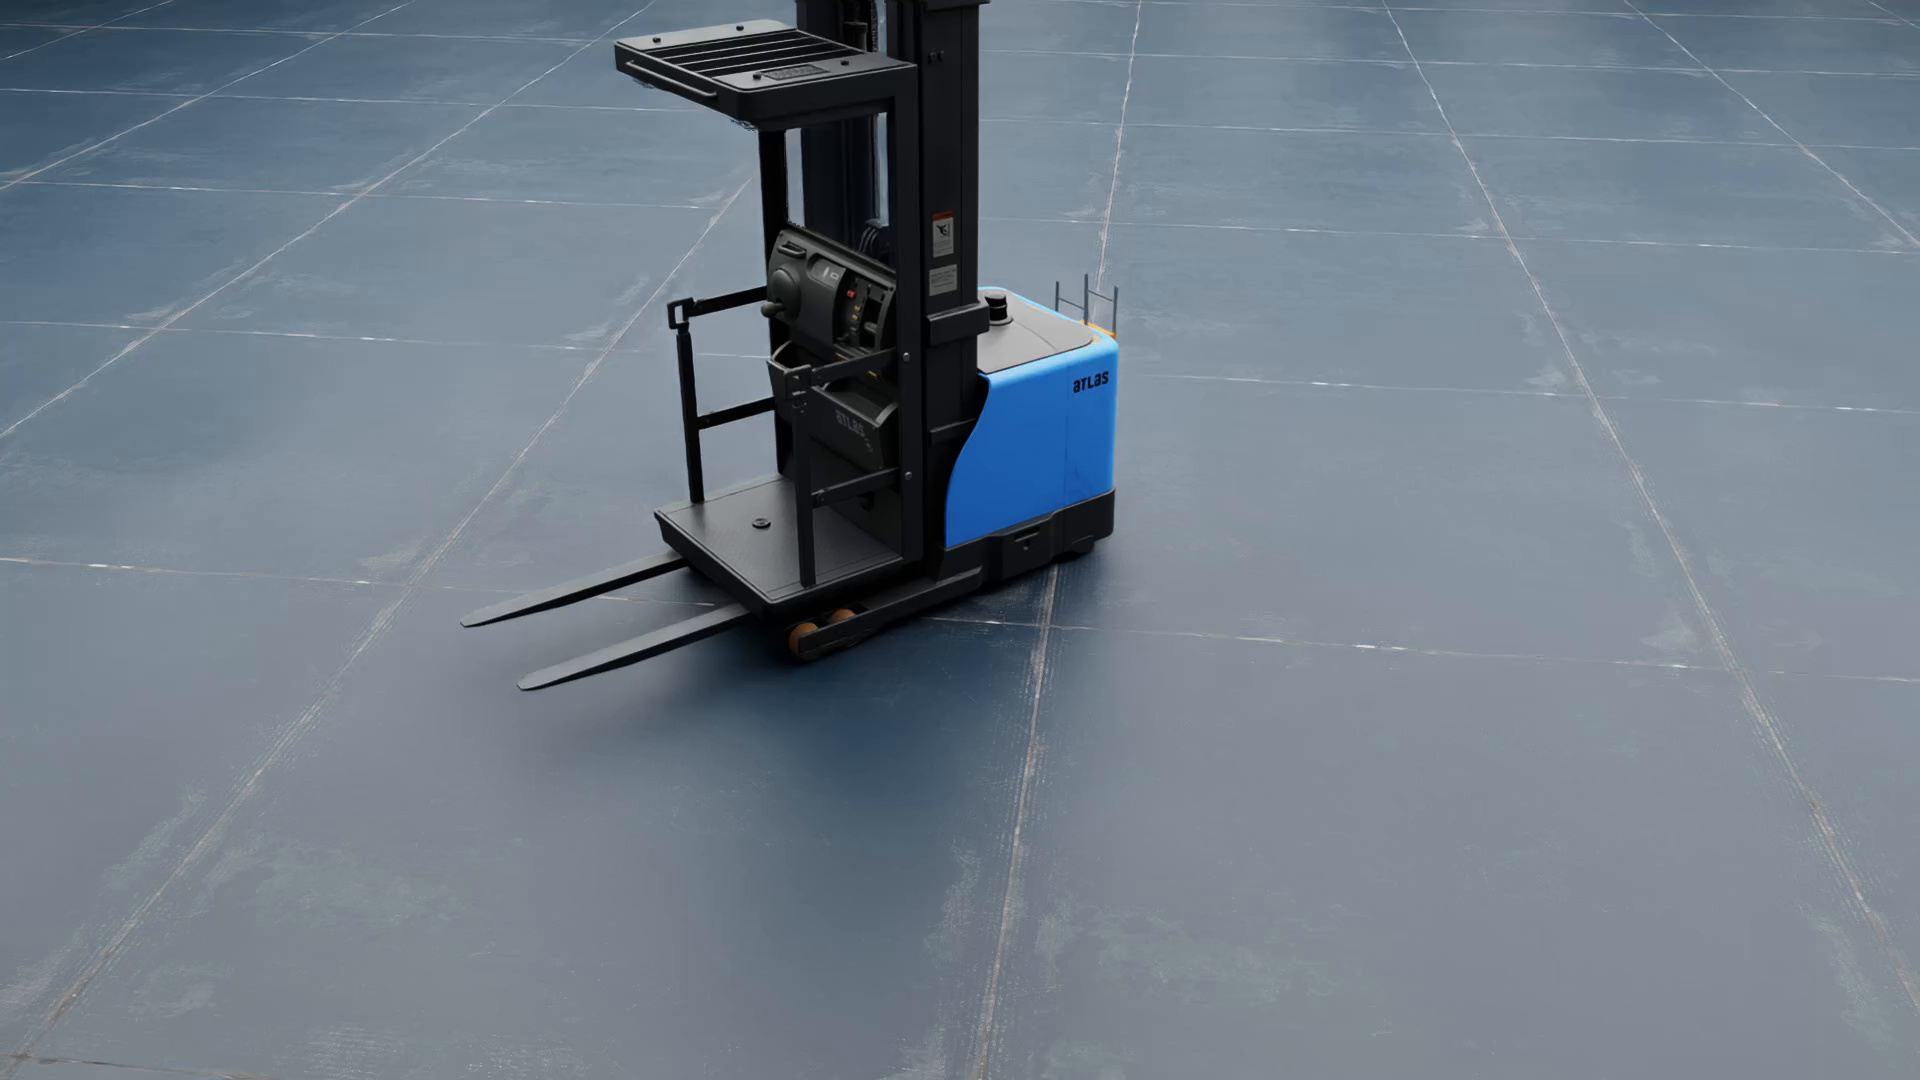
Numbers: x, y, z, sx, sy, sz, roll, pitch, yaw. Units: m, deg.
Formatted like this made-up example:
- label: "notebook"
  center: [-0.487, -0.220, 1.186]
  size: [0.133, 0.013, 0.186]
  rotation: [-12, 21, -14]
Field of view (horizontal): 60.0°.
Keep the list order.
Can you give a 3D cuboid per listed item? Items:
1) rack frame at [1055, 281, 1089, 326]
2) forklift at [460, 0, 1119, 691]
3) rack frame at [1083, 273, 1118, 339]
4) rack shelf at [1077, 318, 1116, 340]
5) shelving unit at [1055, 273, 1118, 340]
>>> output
- label: "rack frame"
  center: [0.537, -0.681, 8.249]
  size: [0.006, 1.200, 0.240]
  rotation: [-19, 34, -31]
- label: "forklift"
  center: [-0.732, -1.044, 7.098]
  size: [3.031, 2.935, 1.130]
  rotation: [-19, 34, -31]
- label: "rack frame"
  center: [0.685, -0.733, 8.345]
  size: [0.006, 1.200, 0.240]
  rotation: [-19, 34, -31]
- label: "rack shelf"
  center: [0.611, -0.985, 8.147]
  size: [0.180, 0.103, 0.258]
  rotation: [-19, 34, -31]
- label: "shelving unit"
  center: [0.611, -0.707, 8.297]
  size: [0.189, 1.200, 0.258]
  rotation: [-19, 34, -31]
